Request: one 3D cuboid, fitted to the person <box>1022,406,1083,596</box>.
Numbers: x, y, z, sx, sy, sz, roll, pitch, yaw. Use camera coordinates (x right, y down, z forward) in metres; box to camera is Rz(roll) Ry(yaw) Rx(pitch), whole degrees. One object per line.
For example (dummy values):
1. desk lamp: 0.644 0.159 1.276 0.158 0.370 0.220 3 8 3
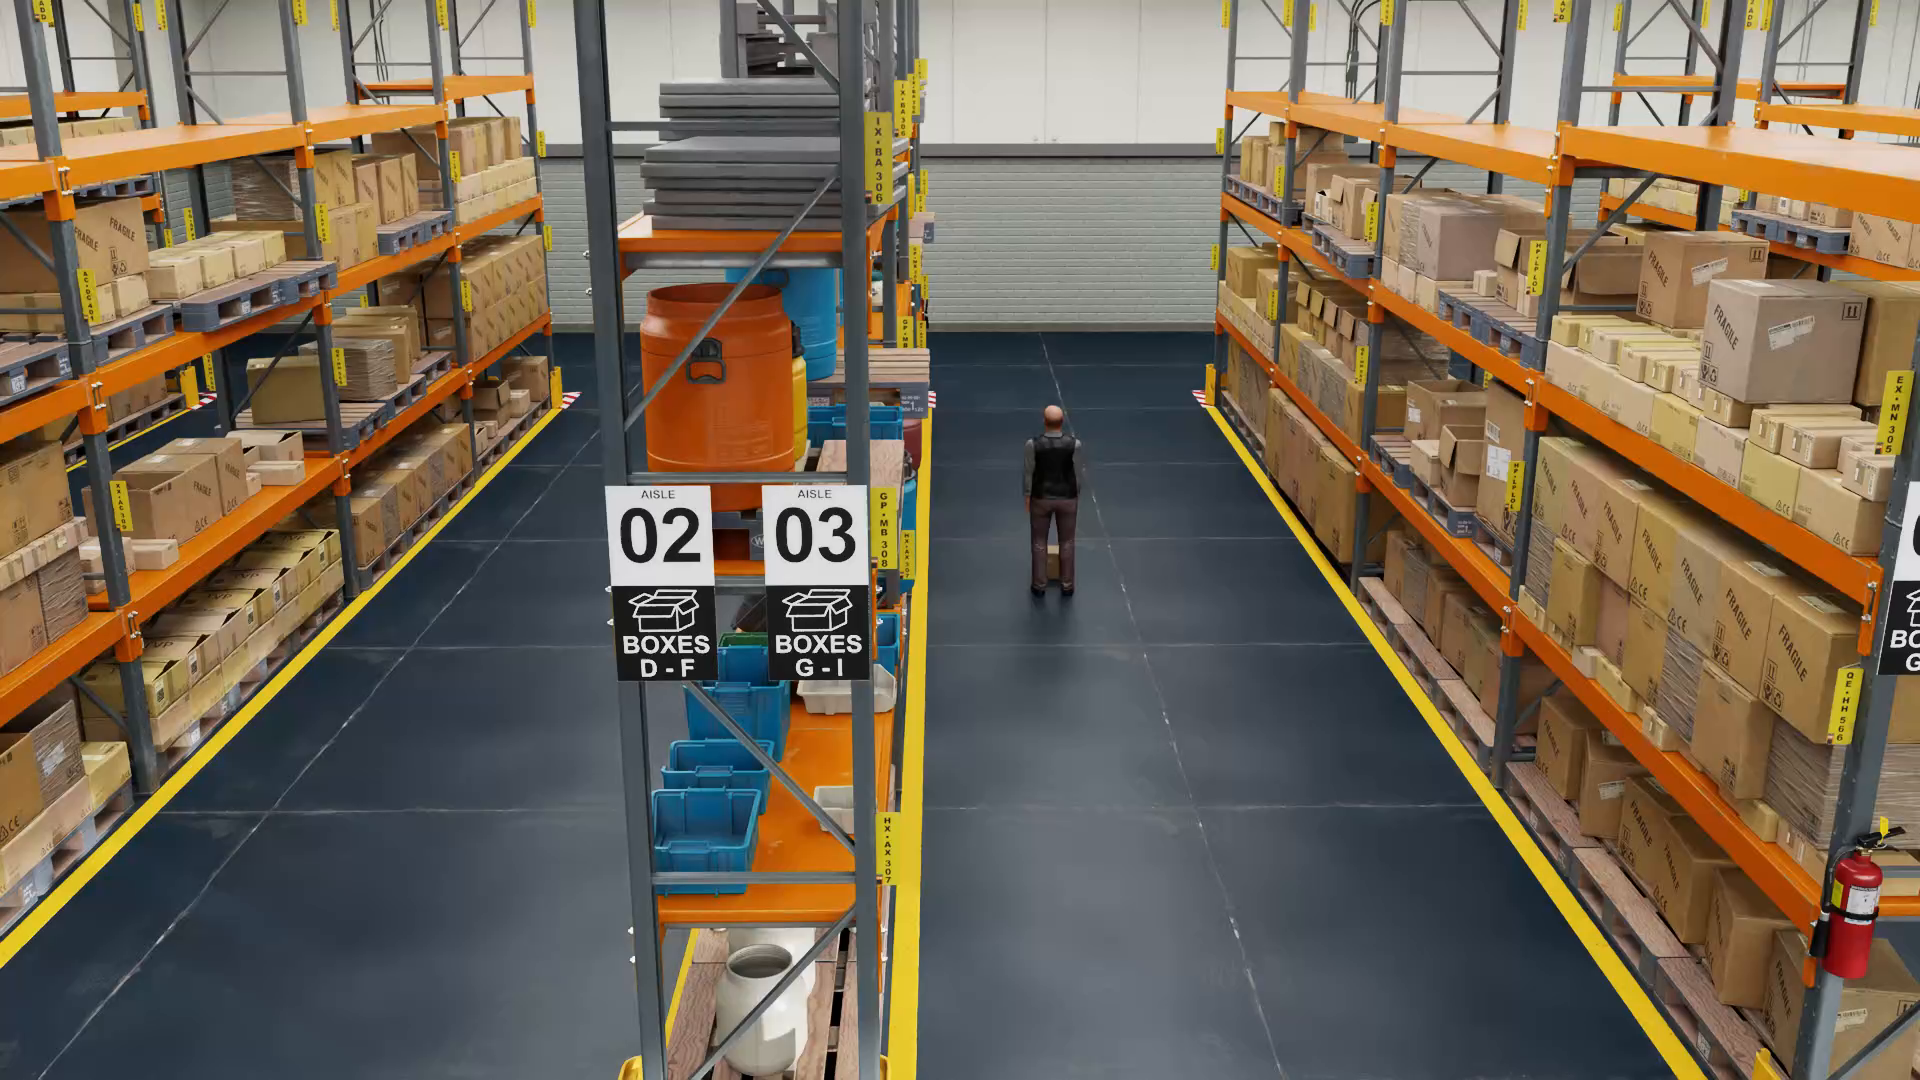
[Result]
1. person: 0.813 -0.352 14.749 0.533 1.715 0.360 0 17 0
